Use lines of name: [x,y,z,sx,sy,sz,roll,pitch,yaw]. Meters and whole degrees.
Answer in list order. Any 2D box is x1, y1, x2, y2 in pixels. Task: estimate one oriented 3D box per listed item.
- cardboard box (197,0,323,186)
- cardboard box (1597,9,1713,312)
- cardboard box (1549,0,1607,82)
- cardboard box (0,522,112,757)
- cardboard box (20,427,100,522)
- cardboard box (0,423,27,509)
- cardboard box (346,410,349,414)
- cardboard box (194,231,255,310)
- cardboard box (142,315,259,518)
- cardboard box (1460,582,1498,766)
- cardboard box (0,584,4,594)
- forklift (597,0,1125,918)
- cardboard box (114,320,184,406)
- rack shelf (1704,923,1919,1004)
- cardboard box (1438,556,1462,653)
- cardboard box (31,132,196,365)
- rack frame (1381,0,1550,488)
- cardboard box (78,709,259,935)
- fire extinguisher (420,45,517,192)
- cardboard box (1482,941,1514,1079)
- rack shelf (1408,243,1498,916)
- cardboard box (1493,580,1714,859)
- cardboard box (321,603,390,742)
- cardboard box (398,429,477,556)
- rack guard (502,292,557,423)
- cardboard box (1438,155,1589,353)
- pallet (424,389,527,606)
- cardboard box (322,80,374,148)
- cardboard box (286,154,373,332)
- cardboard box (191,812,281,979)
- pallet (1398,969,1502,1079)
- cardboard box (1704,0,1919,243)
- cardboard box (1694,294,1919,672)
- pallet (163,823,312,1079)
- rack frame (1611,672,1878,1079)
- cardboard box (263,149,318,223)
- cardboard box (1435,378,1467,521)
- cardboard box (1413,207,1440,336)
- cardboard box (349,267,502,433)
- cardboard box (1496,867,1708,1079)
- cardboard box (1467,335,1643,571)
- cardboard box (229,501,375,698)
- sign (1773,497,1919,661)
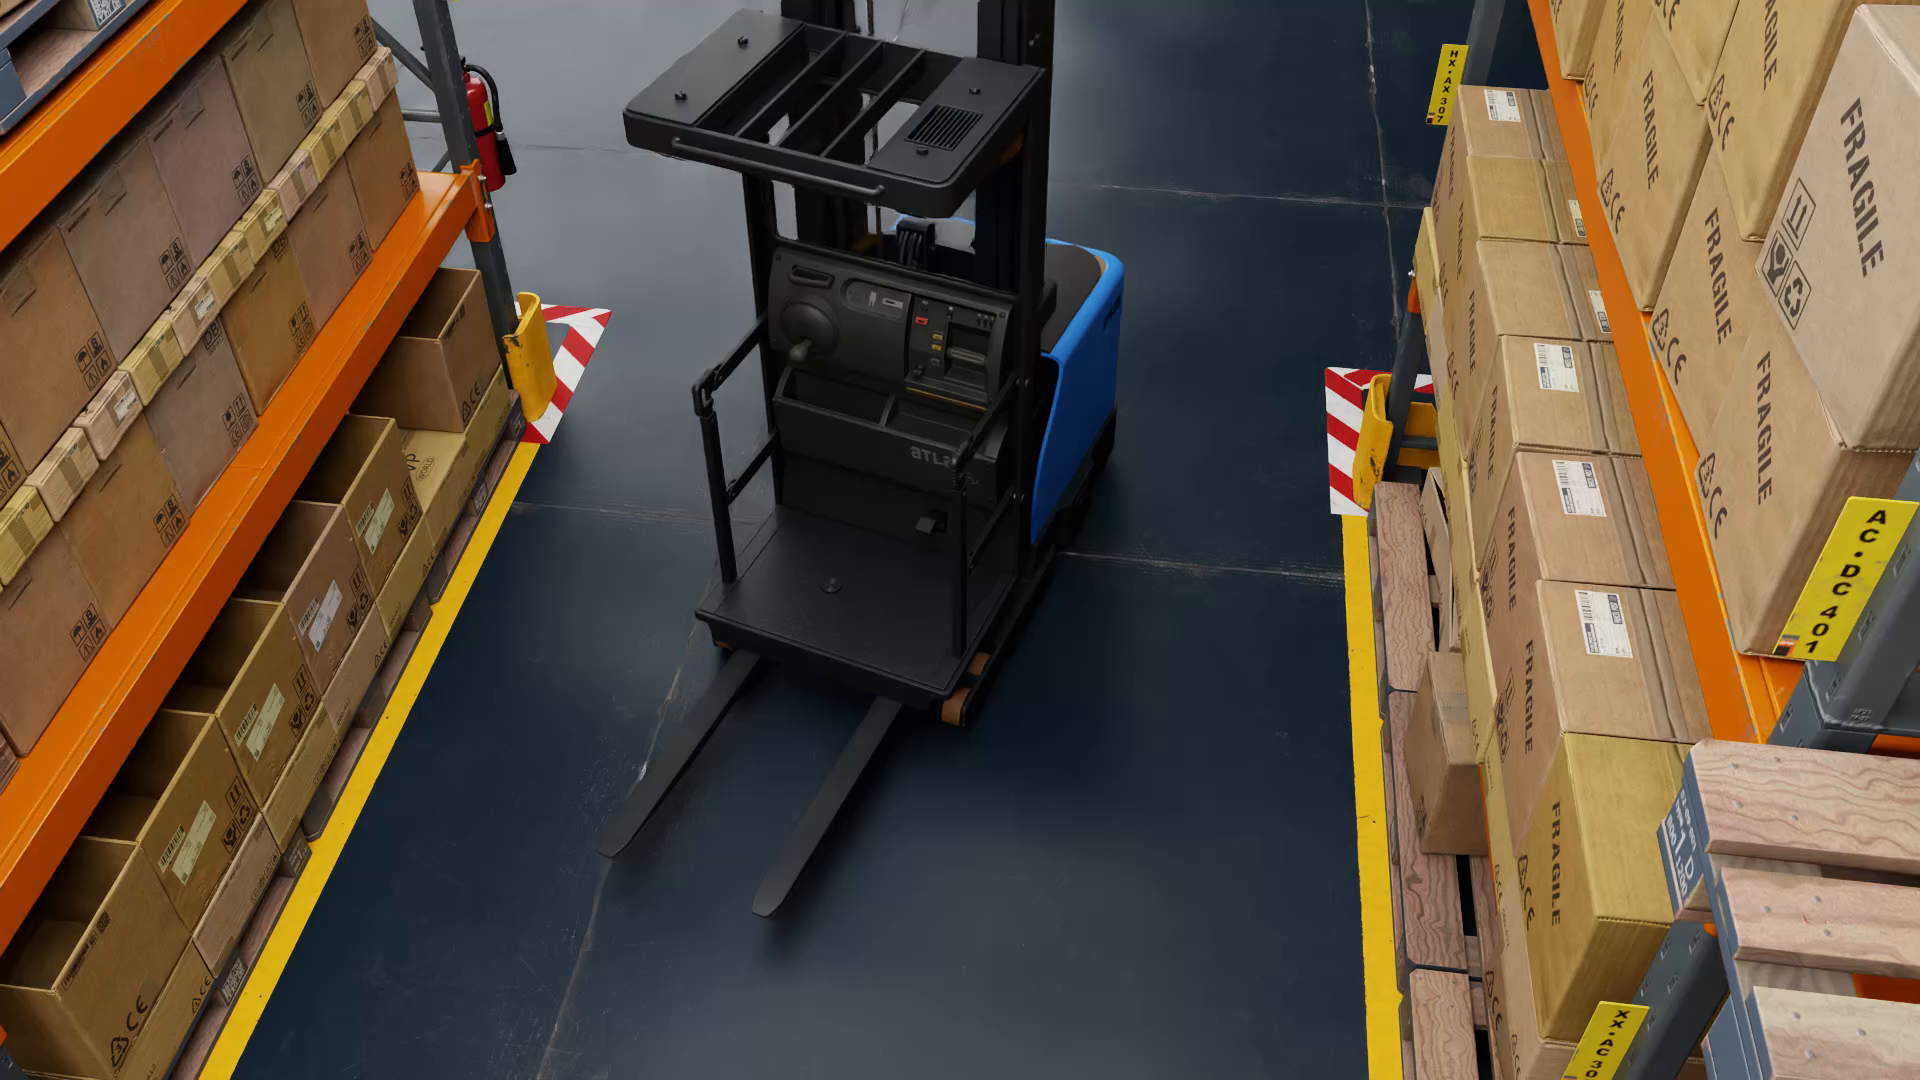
cardboard box: [-2.688,-1.585,5.726,0.700,0.500,0.500,4,44,4]
cardboard box: [1.776,-0.840,3.687,0.500,0.500,0.500,4,44,4]
cardboard box: [1.905,-1.553,4.439,0.500,0.500,0.500,7,44,7]
cardboard box: [-2.956,0.237,4.746,0.700,0.500,0.500,5,44,5]
cardboard box: [-2.710,-0.198,4.733,0.380,0.149,0.250,4,44,4]
cardboard box: [-2.954,-0.219,4.283,0.700,0.500,0.500,5,44,5]
cardboard box: [-2.834,-0.599,7.395,0.500,0.250,0.500,5,44,6]
cardboard box: [-2.574,-0.902,5.476,0.380,0.149,0.250,6,44,7]
cardboard box: [-2.819,-0.454,5.475,0.700,0.500,0.500,6,44,7]
cardboard box: [1.727,0.398,4.743,0.500,0.250,0.500,5,44,5]
cardboard box: [-2.778,0.151,4.364,0.380,0.149,0.250,4,44,4]
forklift: [-0.350,-0.679,5.835,1.130,2.935,3.031,17,46,17]
cardboard box: [-2.643,-0.557,5.112,0.380,0.149,0.250,5,44,5]
rack shelf: [1.575,1.919,1.383,1.077,0.370,4.000,5,44,6]
cardboard box: [2.112,0.326,6.359,0.500,0.311,0.500,9,44,9]
cardboard box: [-2.820,-0.900,5.003,0.700,0.500,0.500,5,44,6]
rack frame: [2.368,-1.342,6.486,1.000,3.000,0.127,5,44,6]
cardboard box: [-2.642,0.881,5.287,0.500,0.500,0.500,5,44,6]
fire extinguisher: [-2.067,-1.800,7.026,0.296,0.674,0.183,5,44,6]
cardboard box: [1.937,1.421,5.066,0.500,0.500,0.500,2,43,2]
rack shelf: [2.104,0.282,5.294,1.077,0.370,4.000,5,44,6]
cardboard box: [1.656,0.468,4.124,0.500,0.500,0.500,5,44,5]
cardboard box: [-2.507,0.472,6.265,0.500,0.250,0.500,5,44,6]
cardboard box: [-2.375,-0.210,6.984,0.500,0.250,0.500,5,44,6]
rack guard: [-2.539,-0.899,7.836,1.175,0.500,0.348,5,44,6]
cardboard box: [1.932,-0.933,5.603,0.500,0.500,0.500,5,44,6]
pallet: [-2.602,-0.253,7.363,1.003,0.211,1.213,5,44,6]
cardboard box: [-2.438,-1.606,6.220,0.380,0.149,0.250,6,44,7]
cardboard box: [-2.682,-1.151,6.211,0.700,0.500,0.500,6,44,7]
cardboard box: [-2.638,1.153,5.545,0.500,0.250,0.500,5,44,6]
pallet: [1.893,1.935,5.052,1.003,0.211,1.213,5,44,6]
cardboard box: [1.699,-0.855,2.975,0.500,0.500,0.500,7,44,8]
cardboard box: [1.661,-0.117,2.923,0.500,0.500,0.500,6,44,7]
pallet: [-2.925,1.410,5.607,1.003,0.211,1.213,5,44,6]
rack frame: [1.839,1.384,3.607,1.000,3.000,0.127,5,44,6]
cardboard box: [-2.507,-1.260,5.855,0.380,0.149,0.250,6,44,6]
cardboard box: [1.861,-0.290,5.469,0.500,0.250,0.500,5,44,5]
cardboard box: [1.989,-0.991,6.210,0.500,0.250,0.500,4,44,4]
cardboard box: [-2.319,-0.824,7.087,0.500,0.500,0.500,5,44,6]
cardboard box: [1.601,1.081,4.022,0.500,0.250,0.500,5,44,6]
cardboard box: [1.801,-0.229,4.859,0.500,0.500,0.500,6,44,7]
cardboard box: [-2.504,0.200,6.007,0.500,0.500,0.500,5,44,6]
sign: [1.300,0.063,2.444,0.100,0.325,0.005,5,44,6]
